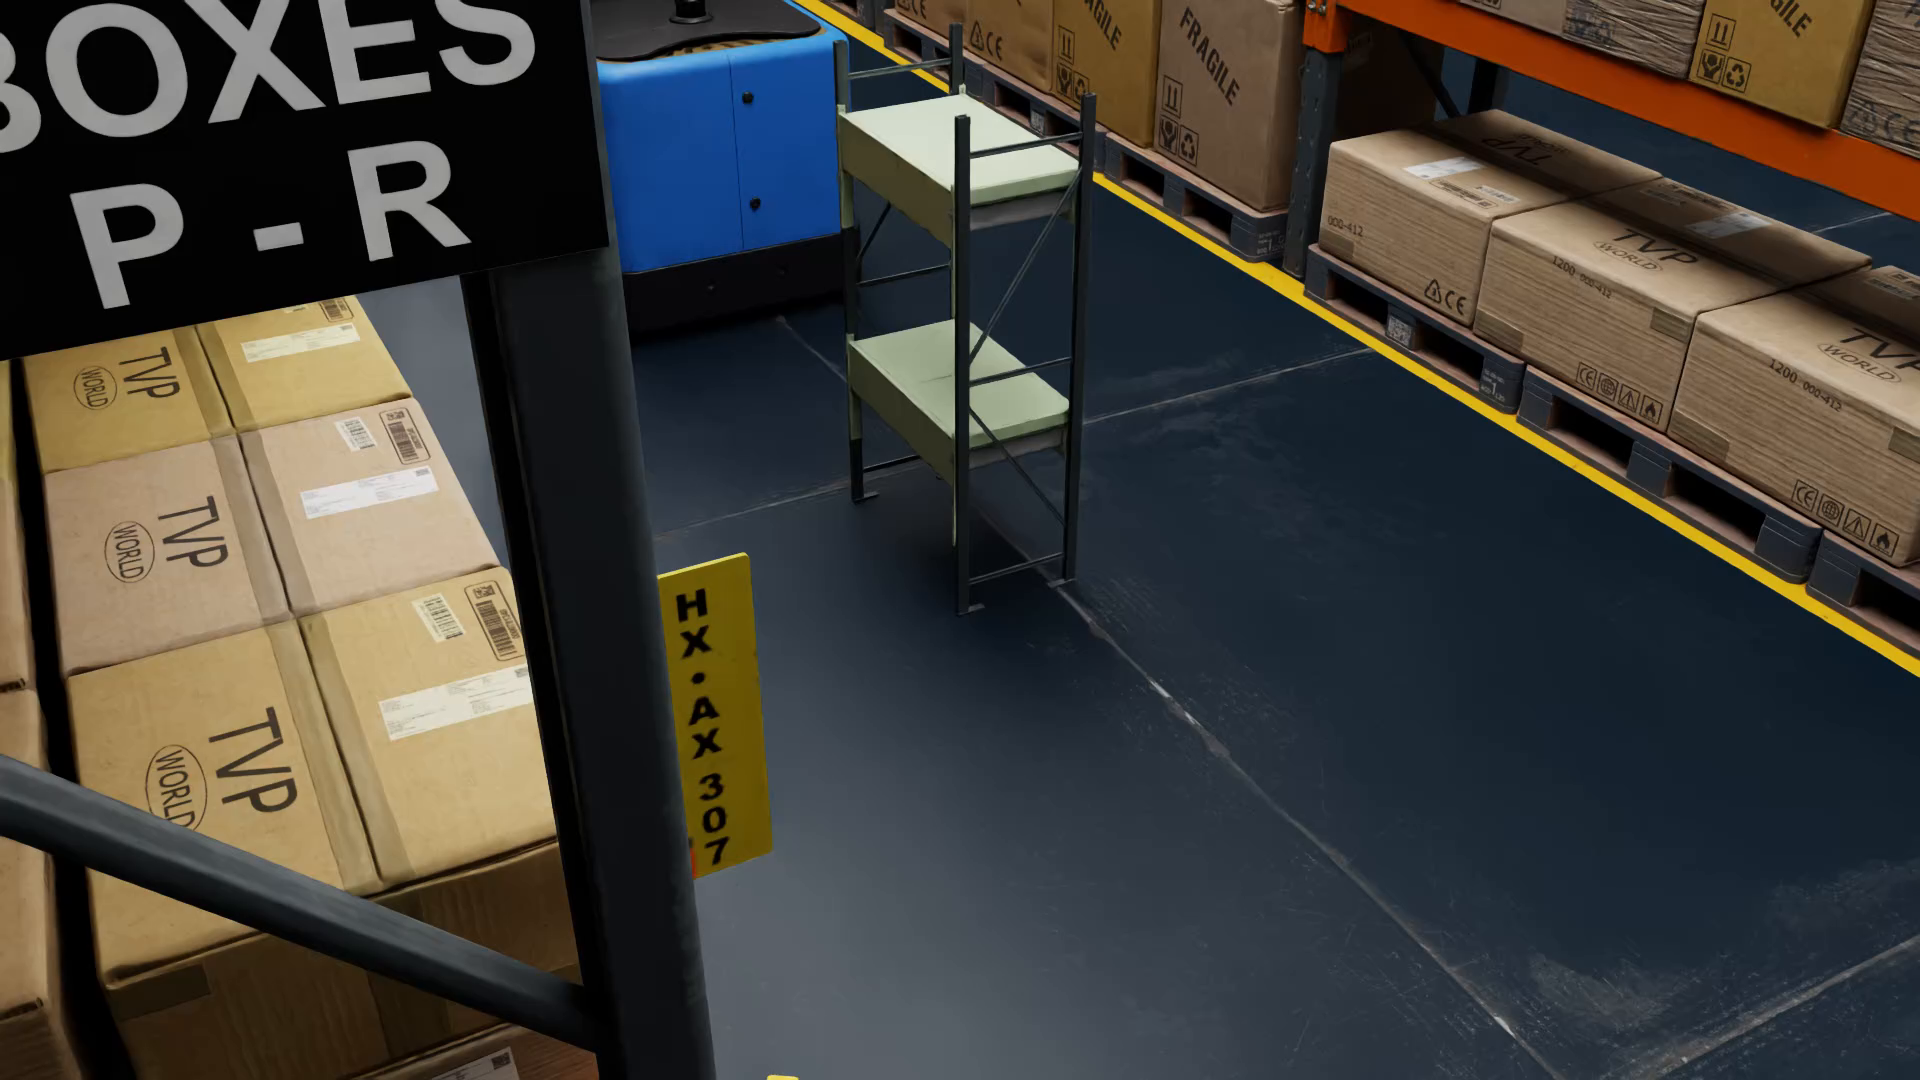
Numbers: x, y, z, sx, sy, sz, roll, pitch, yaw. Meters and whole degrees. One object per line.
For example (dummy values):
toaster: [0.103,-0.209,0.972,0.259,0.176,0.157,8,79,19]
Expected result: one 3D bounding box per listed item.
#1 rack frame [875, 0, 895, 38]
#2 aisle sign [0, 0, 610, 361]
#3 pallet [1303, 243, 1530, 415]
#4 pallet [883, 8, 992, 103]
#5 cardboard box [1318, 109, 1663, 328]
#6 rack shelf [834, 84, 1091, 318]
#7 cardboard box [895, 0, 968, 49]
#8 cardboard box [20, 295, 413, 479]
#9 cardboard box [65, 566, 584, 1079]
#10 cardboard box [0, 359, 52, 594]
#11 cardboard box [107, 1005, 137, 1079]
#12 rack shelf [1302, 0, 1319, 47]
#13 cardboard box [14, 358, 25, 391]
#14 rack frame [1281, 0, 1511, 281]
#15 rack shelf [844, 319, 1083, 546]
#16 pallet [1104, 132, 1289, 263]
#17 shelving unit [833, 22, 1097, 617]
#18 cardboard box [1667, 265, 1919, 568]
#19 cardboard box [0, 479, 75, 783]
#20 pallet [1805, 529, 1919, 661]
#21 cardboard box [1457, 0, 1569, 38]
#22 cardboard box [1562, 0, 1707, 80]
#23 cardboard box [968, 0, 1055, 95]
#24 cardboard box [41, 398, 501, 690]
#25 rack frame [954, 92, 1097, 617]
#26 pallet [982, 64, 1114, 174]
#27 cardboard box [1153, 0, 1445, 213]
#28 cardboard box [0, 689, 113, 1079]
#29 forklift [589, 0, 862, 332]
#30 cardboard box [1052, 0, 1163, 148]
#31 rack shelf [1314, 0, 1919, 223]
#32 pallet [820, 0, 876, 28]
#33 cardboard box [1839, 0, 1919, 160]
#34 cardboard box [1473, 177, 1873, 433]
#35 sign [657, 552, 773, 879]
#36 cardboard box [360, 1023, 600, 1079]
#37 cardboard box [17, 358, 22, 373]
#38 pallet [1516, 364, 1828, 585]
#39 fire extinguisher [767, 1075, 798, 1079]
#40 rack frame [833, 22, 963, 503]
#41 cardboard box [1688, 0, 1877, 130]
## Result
rack frame: [-0.037,-4.407,9.349,1.000,3.000,0.127,-16,36,-23]
aisle sign: [-0.405,-0.475,0.801,0.394,0.787,0.004,-16,36,-23]
pallet: [2.114,-0.942,6.524,1.003,0.211,1.213,-16,36,-23]
pallet: [0.264,-2.838,9.484,1.003,0.211,1.213,-16,36,-23]
cardboard box: [2.026,-1.270,6.437,0.875,0.438,0.875,-16,36,-24]
rack shelf: [-0.003,-0.963,4.640,0.431,0.370,0.720,-16,36,-23]
cardboard box: [0.212,-3.339,9.261,0.875,0.875,0.875,-16,36,-24]
cardboard box: [-1.144,-0.167,2.594,0.500,0.250,0.500,-17,36,-24]
cardboard box: [-0.669,0.314,1.842,0.500,0.250,0.500,-16,36,-23]
cardboard box: [-1.611,-0.038,2.392,0.500,0.250,0.500,-15,35,-22]
cardboard box: [-1.152,0.539,1.860,0.380,0.149,0.250,-15,35,-22]
rack shelf: [0.896,-3.150,8.053,1.077,0.370,4.000,-16,36,-23]
cardboard box: [-1.855,-0.288,2.782,0.500,0.250,0.500,-16,36,-23]
rack frame: [1.828,-2.498,6.369,1.000,3.000,0.127,-16,36,-23]
rack shelf: [-0.003,-0.360,5.026,0.431,0.370,0.720,-16,36,-23]
pallet: [1.402,-1.674,7.666,1.003,0.211,1.213,-16,36,-23]
shelving unit: [-0.003,-0.635,4.850,0.431,1.500,0.755,-16,36,-23]
cardboard box: [2.863,-0.412,5.098,0.875,0.438,0.875,-15,36,-22]
cardboard box: [-1.385,0.200,2.021,0.500,0.250,0.500,-16,36,-23]
pallet: [3.251,0.223,4.707,1.003,0.211,1.213,-16,36,-23]
cardboard box: [2.046,-2.009,5.513,0.500,0.500,0.500,-16,36,-23]
cardboard box: [2.273,-1.771,5.140,0.500,0.500,0.500,-16,36,-23]
cardboard box: [0.624,-2.912,8.595,0.875,0.875,0.875,-15,36,-23]
cardboard box: [-0.905,0.074,2.217,0.500,0.250,0.500,-15,36,-23]
rack frame: [0.168,-0.460,4.578,0.400,1.500,0.023,-16,36,-23]
pallet: [0.829,-2.256,8.576,1.003,0.211,1.213,-16,36,-23]
cardboard box: [1.468,-2.056,7.259,0.875,0.875,0.875,-15,35,-22]
cardboard box: [-1.145,0.446,1.637,0.500,0.250,0.500,-15,36,-22]
forklift: [-1.534,-2.802,6.907,1.130,2.935,3.031,-16,36,-23]
cardboard box: [1.040,-2.485,7.929,0.875,0.875,0.875,-15,36,-22]
rack shelf: [2.761,-1.241,5.073,1.077,0.370,4.000,-16,36,-23]
pallet: [-0.400,-3.606,10.684,1.003,0.211,1.213,-16,36,-23]
cardboard box: [2.765,-1.281,4.377,0.500,0.500,0.500,-15,36,-22]
cardboard box: [2.444,-0.843,5.770,0.875,0.438,0.875,-17,36,-24]
sign: [-0.216,0.160,1.418,0.100,0.325,0.005,-16,36,-23]
cardboard box: [-0.607,0.541,1.858,0.380,0.149,0.250,-16,36,-23]
cardboard box: [-1.401,-0.406,2.966,0.500,0.250,0.500,-17,36,-24]
pallet: [2.686,-0.359,5.614,1.003,0.211,1.213,-16,36,-23]
fire extinguisher: [-0.219,0.804,1.631,0.296,0.674,0.183,-16,36,-23]
rack frame: [-0.174,-0.809,5.123,0.400,1.500,0.023,-16,36,-23]
cardboard box: [2.513,-1.525,4.757,0.500,0.500,0.500,-15,35,-22]
